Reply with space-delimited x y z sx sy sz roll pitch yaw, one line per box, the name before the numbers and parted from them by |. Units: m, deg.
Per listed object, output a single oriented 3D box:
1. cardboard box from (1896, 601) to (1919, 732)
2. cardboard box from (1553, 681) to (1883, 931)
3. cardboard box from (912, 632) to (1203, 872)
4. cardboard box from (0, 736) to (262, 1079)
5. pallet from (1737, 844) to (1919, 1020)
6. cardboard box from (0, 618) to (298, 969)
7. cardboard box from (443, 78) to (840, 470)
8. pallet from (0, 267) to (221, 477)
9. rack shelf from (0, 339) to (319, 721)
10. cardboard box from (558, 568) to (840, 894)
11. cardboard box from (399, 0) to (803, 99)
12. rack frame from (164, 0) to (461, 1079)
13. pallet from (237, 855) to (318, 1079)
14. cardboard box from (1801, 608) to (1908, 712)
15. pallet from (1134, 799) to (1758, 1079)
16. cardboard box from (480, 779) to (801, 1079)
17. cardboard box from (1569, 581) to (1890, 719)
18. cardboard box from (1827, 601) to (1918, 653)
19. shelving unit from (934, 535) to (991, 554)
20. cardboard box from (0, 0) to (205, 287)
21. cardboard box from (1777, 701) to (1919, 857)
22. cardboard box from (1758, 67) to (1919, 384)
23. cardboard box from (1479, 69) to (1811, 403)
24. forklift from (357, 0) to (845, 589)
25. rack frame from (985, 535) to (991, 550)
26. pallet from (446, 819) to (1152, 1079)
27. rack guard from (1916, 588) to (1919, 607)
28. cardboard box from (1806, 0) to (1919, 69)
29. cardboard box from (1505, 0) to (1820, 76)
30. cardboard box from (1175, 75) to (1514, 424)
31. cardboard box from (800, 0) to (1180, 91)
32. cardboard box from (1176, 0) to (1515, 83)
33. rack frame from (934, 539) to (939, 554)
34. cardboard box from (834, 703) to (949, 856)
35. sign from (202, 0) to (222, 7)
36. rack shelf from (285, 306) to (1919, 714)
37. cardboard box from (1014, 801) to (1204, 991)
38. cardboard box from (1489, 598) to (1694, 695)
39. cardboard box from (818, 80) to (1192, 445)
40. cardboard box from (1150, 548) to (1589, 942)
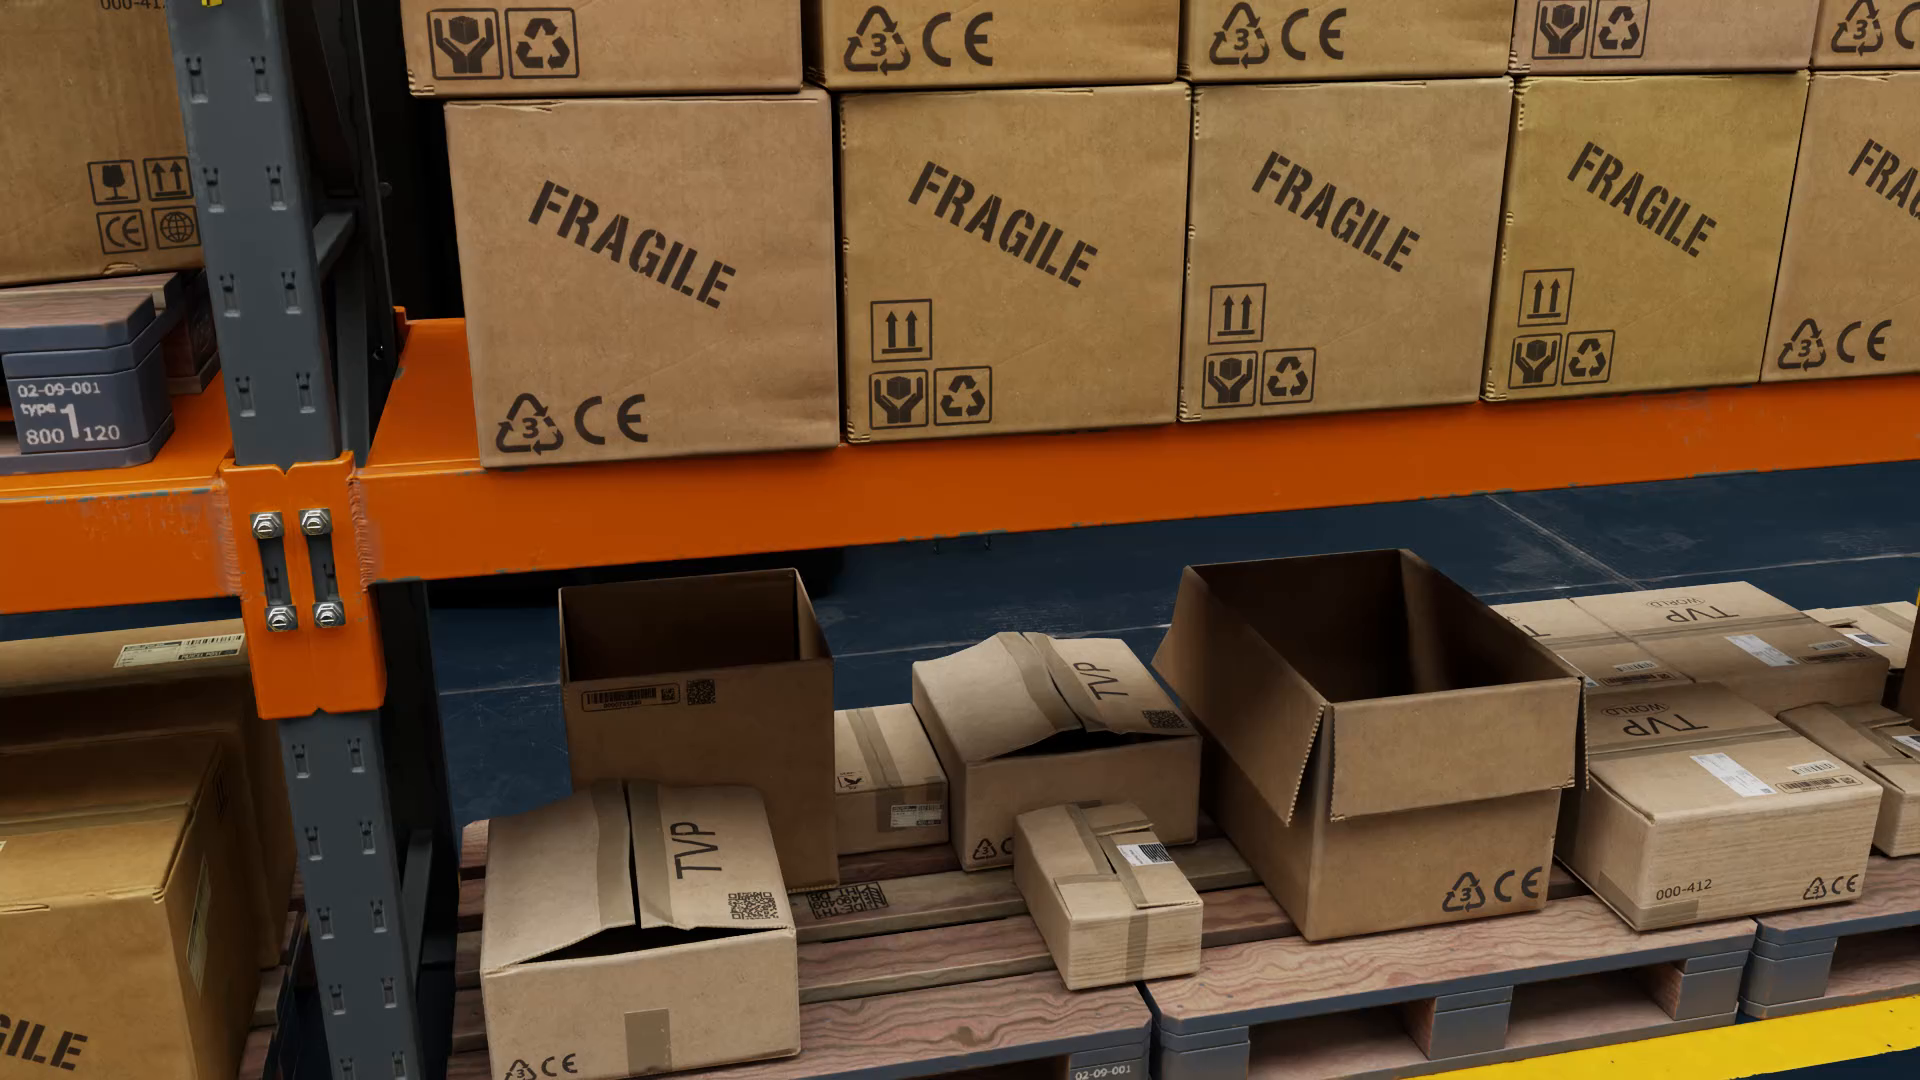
cardboard box | 2.394 0.341 3.516 0.500 0.500 0.500 -5 21 -12
cardboard box | 1.463 0.524 3.382 0.500 0.250 0.500 -5 21 -12
cardboard box | 0.193 0.422 3.572 0.500 0.311 0.500 -5 21 -12
cardboard box | -1.440 0.667 2.626 0.500 0.500 0.500 -5 21 -13
pallet | 2.017 0.628 3.795 1.213 0.211 1.003 -5 21 -12
cardboard box | -1.553 0.489 3.113 0.500 0.500 0.500 -6 21 -15
cardboard box | -0.467 -0.431 2.484 0.500 0.500 0.500 -4 21 -11
pallet | -1.829 -0.318 2.601 1.213 0.211 1.003 -5 21 -12
rack shelf | -2.972 0.061 2.332 4.000 0.370 1.077 -5 21 -12
cardboard box | -0.537 0.392 3.377 0.500 0.500 0.500 -5 21 -12
cardboard box | -0.503 -0.894 2.296 0.500 0.500 0.500 -4 21 -11
rack frame | -1.026 -0.435 2.640 0.127 3.000 1.000 -5 21 -12
pallet | -1.809 0.952 2.910 1.213 0.211 1.003 -5 21 -12
cardboard box | 2.137 0.310 4.086 0.250 0.166 0.380 -5 21 -12
pallet | 0.832 0.723 3.535 1.213 0.211 1.003 -5 21 -12
cardboard box | -0.568 0.660 2.920 0.500 0.311 0.500 -5 21 -12
cardboard box | 1.786 0.321 3.936 0.500 0.250 0.500 -5 21 -12
cardboard box | 2.380 0.299 4.143 0.250 0.149 0.380 -5 21 -12
shelving unit | -0.014 -0.562 5.605 0.189 1.200 0.258 -5 21 -12
cardboard box | -1.538 -0.716 2.653 0.500 0.500 0.700 -13 24 -31
cardboard box | 1.979 0.500 3.569 0.250 0.166 0.380 -5 21 -12
cardboard box | 1.503 -0.592 2.924 0.500 0.500 0.500 -4 21 -12
cardboard box | 1.012 -0.552 2.815 0.500 0.500 0.500 -5 21 -13
forklift | -1.904 -1.346 5.229 3.031 2.935 1.130 -1 20 -2
rack frame | 0.075 -0.569 5.625 0.006 1.200 0.240 -5 21 -12
pallet | -0.357 0.821 3.268 1.213 0.211 1.003 -5 21 -12
rack guard | 2.793 0.428 3.918 0.348 0.500 1.175 -5 21 -12
cardboard box | 1.502 -1.058 2.742 0.500 0.500 0.500 -4 21 -11
cardboard box | 1.002 -1.017 2.631 0.500 0.500 0.500 -4 20 -11
cardboard box | 0.518 -0.511 2.704 0.500 0.500 0.500 -5 21 -13
cardboard box | -0.001 -0.935 2.408 0.500 0.500 0.500 -5 21 -14
cardboard box | 0.500 -0.976 2.518 0.500 0.500 0.500 -5 21 -14
rack frame | -0.103 -0.555 5.585 0.006 1.200 0.240 -5 21 -12
cardboard box | -0.186 0.508 3.573 0.250 0.149 0.380 -5 21 -12
sign | -0.895 -0.793 1.935 0.005 0.325 0.100 -5 21 -12
rack shelf | 0.920 -0.255 3.196 4.000 0.370 1.077 -5 21 -12
cardboard box | 0.272 0.656 3.141 0.250 0.166 0.380 -5 21 -12
cardboard box | 1.299 0.360 3.828 0.500 0.250 0.500 -5 21 -12
cardboard box | 0.030 -0.472 2.598 0.500 0.500 0.500 -4 21 -12
cardboard box | 0.801 0.380 3.405 0.637 0.503 0.797 -5 21 -12
